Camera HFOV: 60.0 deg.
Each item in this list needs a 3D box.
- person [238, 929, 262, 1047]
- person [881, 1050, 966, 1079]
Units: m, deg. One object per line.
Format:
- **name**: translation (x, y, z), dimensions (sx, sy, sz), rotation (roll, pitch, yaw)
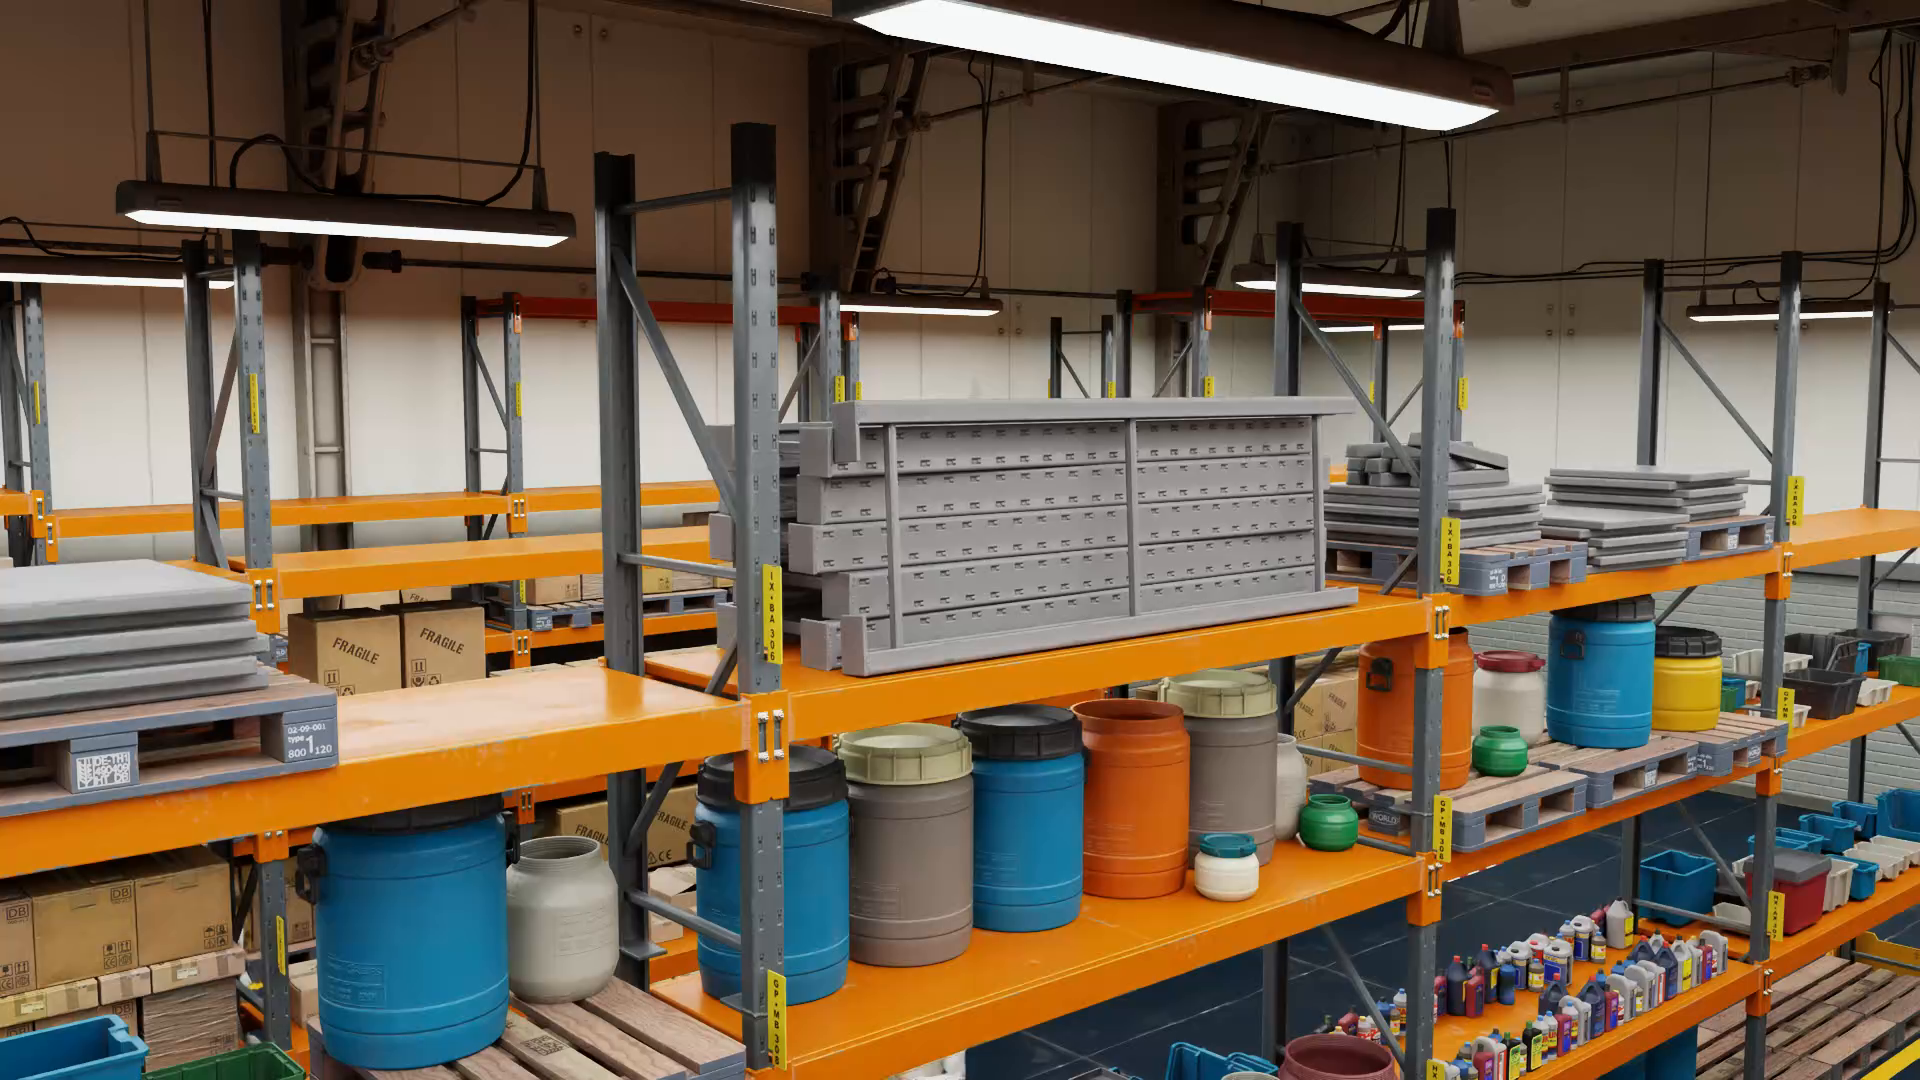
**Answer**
- **person**: translation (-5.191, 3.236, 11.687), dimensions (0.580, 1.727, 0.754), rotation (4, 7, 35)
- **person**: translation (-0.270, 3.373, 9.766), dimensions (0.720, 1.746, 0.879), rotation (5, 7, 41)
